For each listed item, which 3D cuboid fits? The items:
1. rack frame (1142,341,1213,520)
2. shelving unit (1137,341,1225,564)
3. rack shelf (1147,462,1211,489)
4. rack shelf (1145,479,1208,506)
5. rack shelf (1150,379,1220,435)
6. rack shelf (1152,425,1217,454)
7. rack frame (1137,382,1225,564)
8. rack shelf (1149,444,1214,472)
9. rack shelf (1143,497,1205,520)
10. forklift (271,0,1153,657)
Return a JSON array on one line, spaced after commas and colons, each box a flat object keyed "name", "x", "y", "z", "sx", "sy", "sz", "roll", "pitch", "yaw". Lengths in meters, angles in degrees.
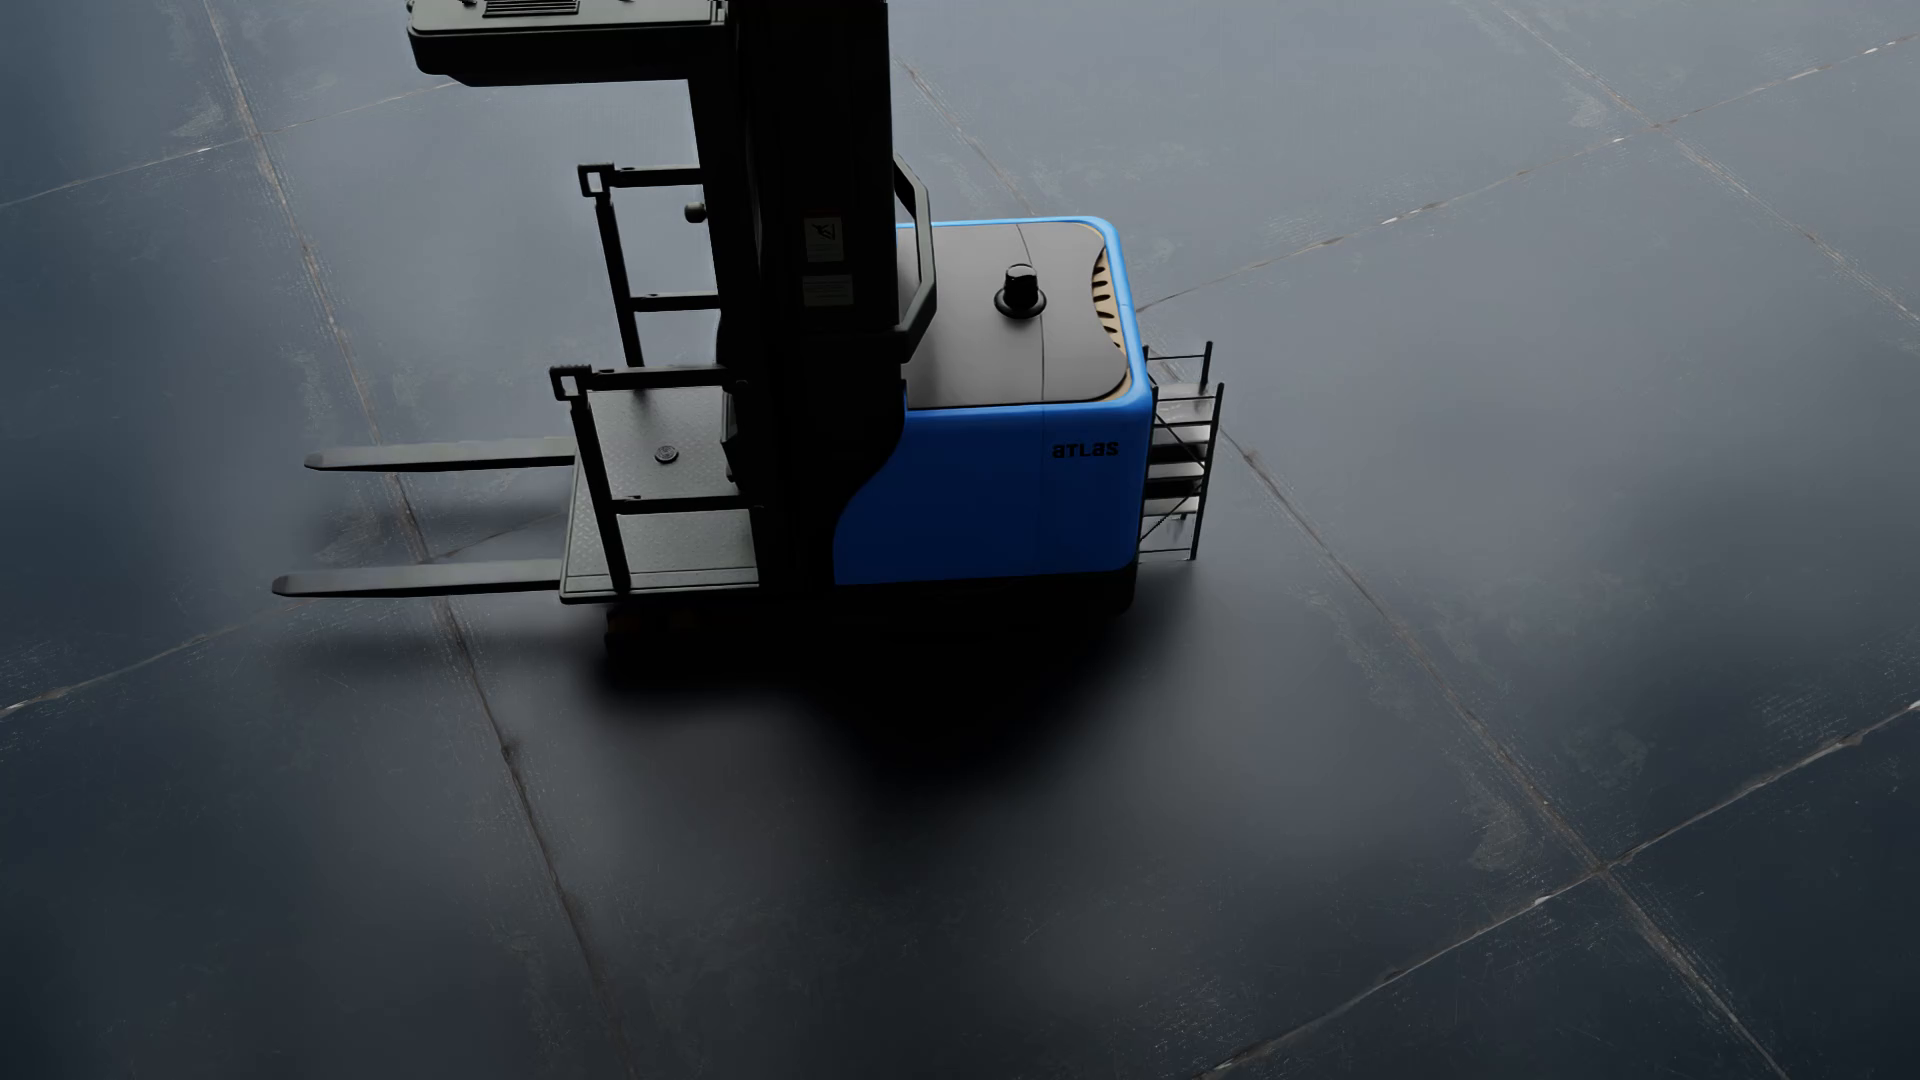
[{"name": "rack frame", "x": 0.739, "y": -0.370, "z": 5.976, "sx": 0.240, "sy": 0.900, "sz": 0.006, "roll": -4, "pitch": 49, "yaw": -3}, {"name": "shelving unit", "x": 0.748, "y": -0.293, "z": 5.909, "sx": 0.258, "sy": 0.900, "sz": 0.210, "roll": -4, "pitch": 49, "yaw": -3}, {"name": "rack shelf", "x": 0.748, "y": -0.272, "z": 5.934, "sx": 0.258, "sy": 0.077, "sz": 0.200, "roll": -4, "pitch": 49, "yaw": -3}, {"name": "rack shelf", "x": 0.748, "y": -0.212, "z": 6.002, "sx": 0.258, "sy": 0.077, "sz": 0.200, "roll": -4, "pitch": 49, "yaw": -3}, {"name": "rack shelf", "x": 0.748, "y": -0.449, "z": 5.731, "sx": 0.258, "sy": 0.077, "sz": 0.200, "roll": -4, "pitch": 49, "yaw": -3}, {"name": "rack shelf", "x": 0.748, "y": -0.390, "z": 5.798, "sx": 0.258, "sy": 0.077, "sz": 0.200, "roll": -4, "pitch": 49, "yaw": -3}, {"name": "rack frame", "x": 0.757, "y": -0.217, "z": 5.842, "sx": 0.240, "sy": 0.900, "sz": 0.006, "roll": -4, "pitch": 49, "yaw": -3}, {"name": "rack shelf", "x": 0.748, "y": -0.331, "z": 5.866, "sx": 0.258, "sy": 0.077, "sz": 0.200, "roll": -4, "pitch": 49, "yaw": -3}, {"name": "rack shelf", "x": 0.748, "y": -0.153, "z": 6.069, "sx": 0.258, "sy": 0.077, "sz": 0.200, "roll": -4, "pitch": 49, "yaw": -3}, {"name": "forklift", "x": -0.915, "y": -0.965, "z": 5.147, "sx": 3.031, "sy": 2.935, "sz": 1.130, "roll": -3, "pitch": 49, "yaw": -3}]
